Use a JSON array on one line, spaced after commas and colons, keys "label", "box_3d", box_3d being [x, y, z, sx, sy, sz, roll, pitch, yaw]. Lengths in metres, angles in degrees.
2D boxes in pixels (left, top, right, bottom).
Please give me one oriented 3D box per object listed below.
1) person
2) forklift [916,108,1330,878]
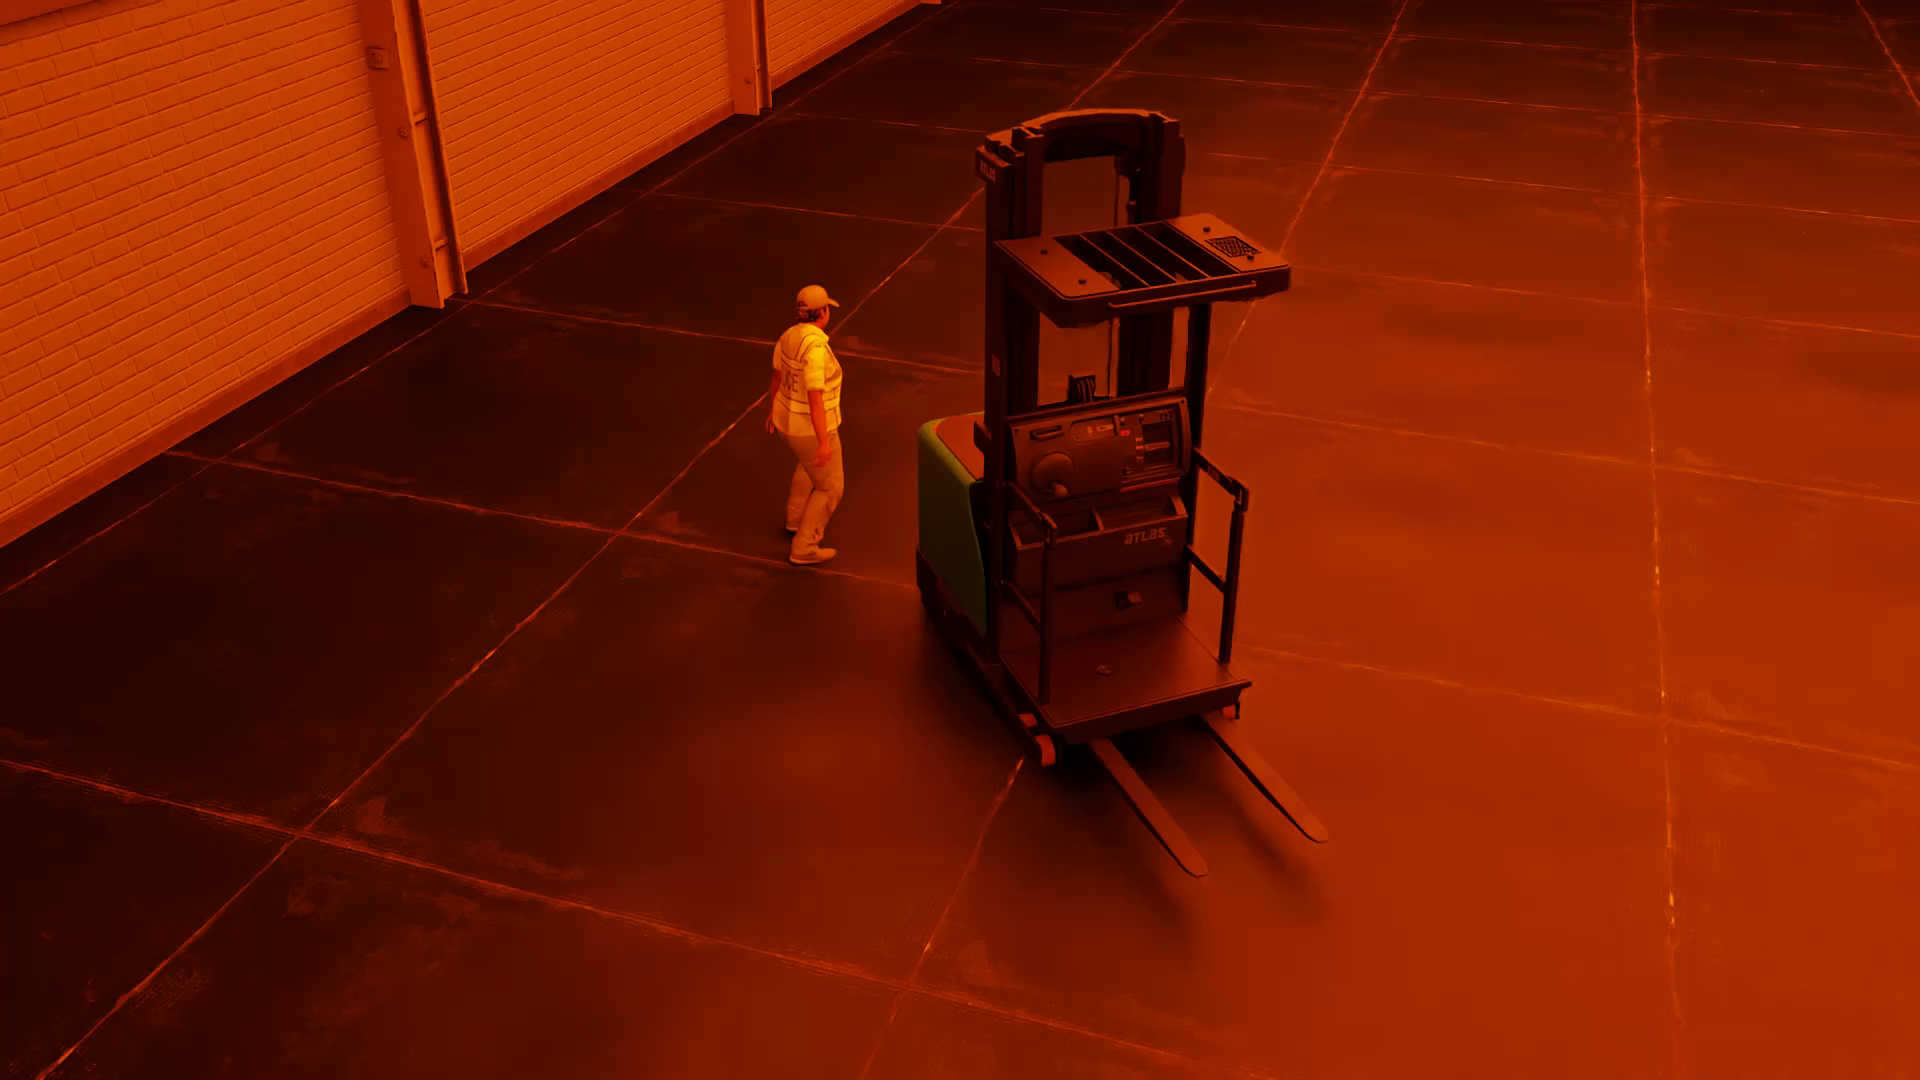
[{"label": "person", "box_3d": [-0.871, -0.677, 9.674, 0.473, 1.639, 0.830, -14, 33, -23]}, {"label": "forklift", "box_3d": [0.765, -0.395, 7.829, 1.130, 2.935, 3.031, -11, 32, -19]}]
